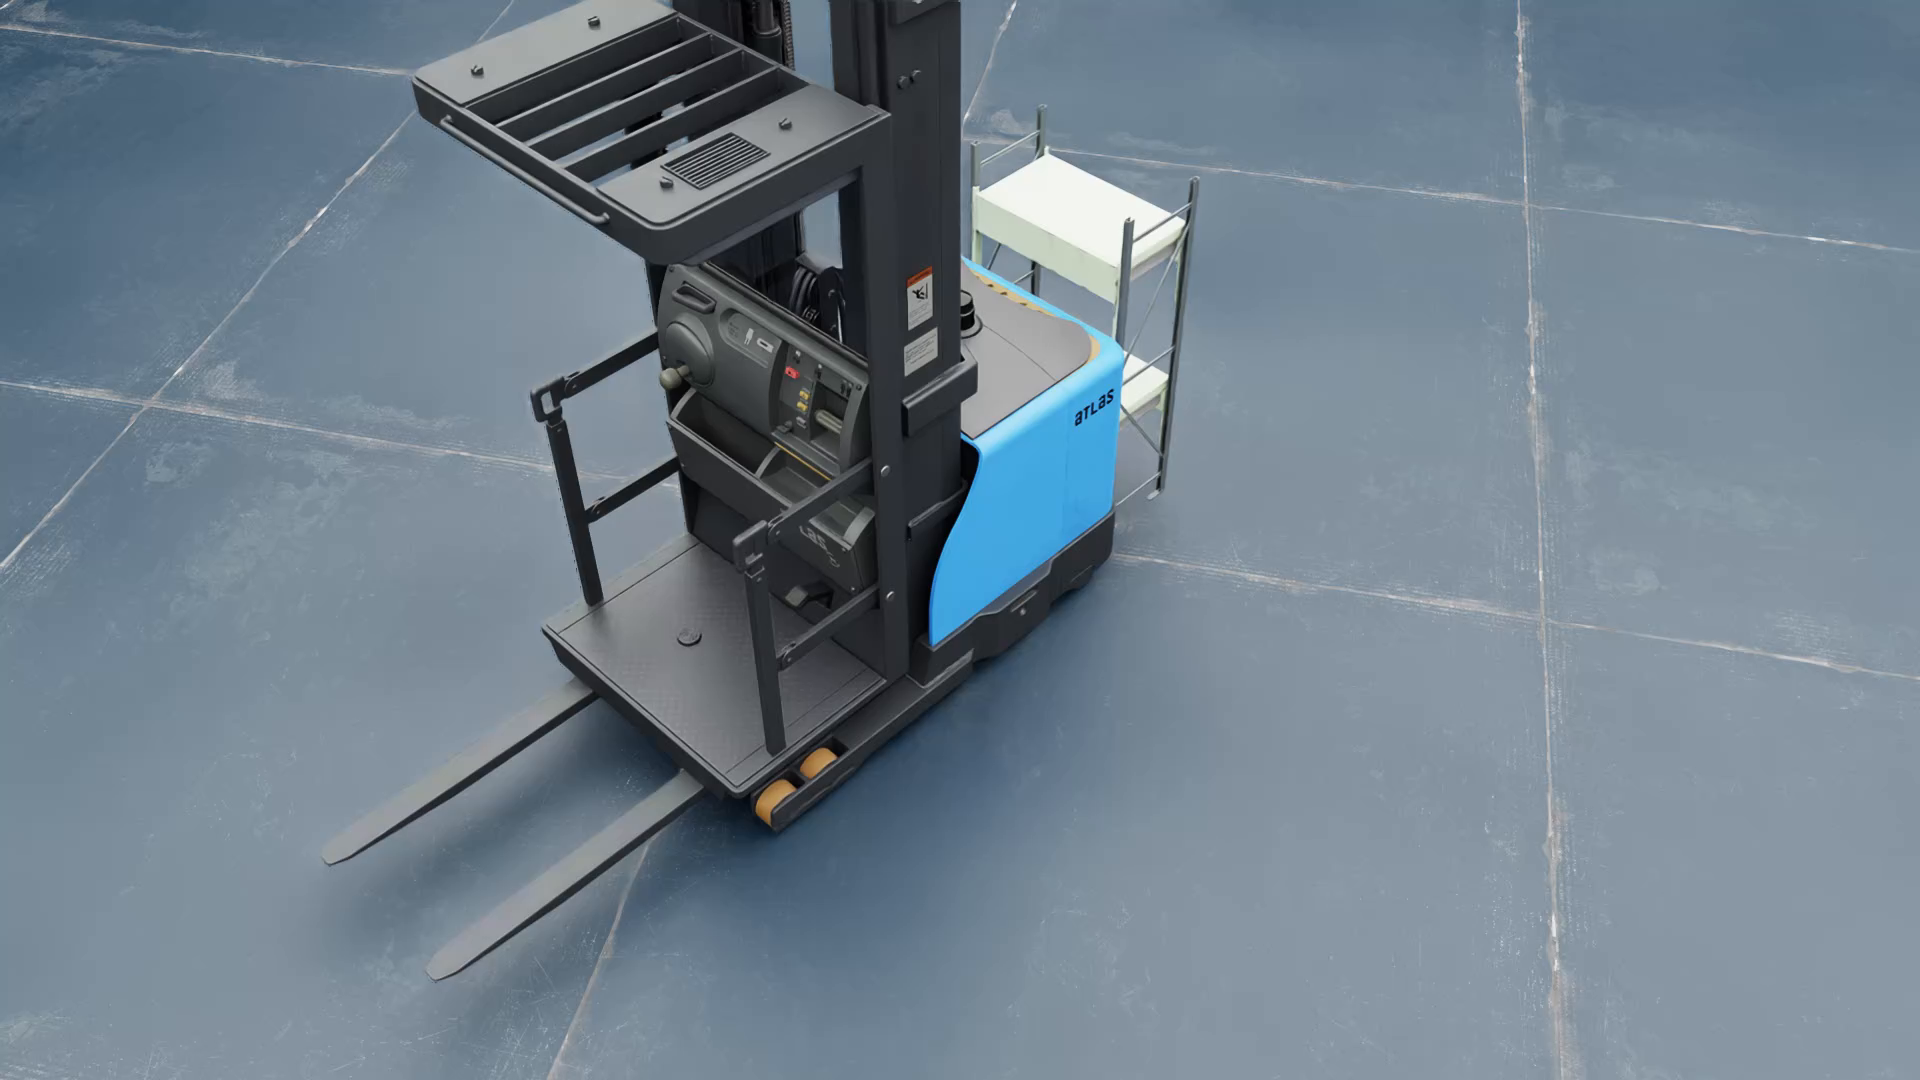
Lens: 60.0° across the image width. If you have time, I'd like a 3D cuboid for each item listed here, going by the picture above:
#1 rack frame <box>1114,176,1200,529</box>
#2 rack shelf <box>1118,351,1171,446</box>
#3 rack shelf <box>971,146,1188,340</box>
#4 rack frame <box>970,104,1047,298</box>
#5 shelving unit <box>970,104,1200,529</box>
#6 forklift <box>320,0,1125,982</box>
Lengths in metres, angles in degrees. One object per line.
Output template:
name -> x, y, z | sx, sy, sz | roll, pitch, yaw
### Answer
rack frame -> 0.711, -0.656, 6.350 | 0.023, 1.500, 0.400 | 34, 53, 30
rack shelf -> 0.448, -0.597, 6.759 | 0.720, 0.370, 0.431 | 34, 53, 30
rack shelf -> 0.448, -1.113, 6.262 | 0.720, 0.370, 0.431 | 34, 53, 30
rack frame -> 0.185, -1.008, 6.716 | 0.023, 1.500, 0.400 | 34, 53, 30
shelving unit -> 0.448, -0.832, 6.533 | 0.755, 1.500, 0.431 | 34, 53, 30
forklift -> -0.781, -0.473, 5.128 | 1.130, 2.935, 3.031 | 34, 53, 30
